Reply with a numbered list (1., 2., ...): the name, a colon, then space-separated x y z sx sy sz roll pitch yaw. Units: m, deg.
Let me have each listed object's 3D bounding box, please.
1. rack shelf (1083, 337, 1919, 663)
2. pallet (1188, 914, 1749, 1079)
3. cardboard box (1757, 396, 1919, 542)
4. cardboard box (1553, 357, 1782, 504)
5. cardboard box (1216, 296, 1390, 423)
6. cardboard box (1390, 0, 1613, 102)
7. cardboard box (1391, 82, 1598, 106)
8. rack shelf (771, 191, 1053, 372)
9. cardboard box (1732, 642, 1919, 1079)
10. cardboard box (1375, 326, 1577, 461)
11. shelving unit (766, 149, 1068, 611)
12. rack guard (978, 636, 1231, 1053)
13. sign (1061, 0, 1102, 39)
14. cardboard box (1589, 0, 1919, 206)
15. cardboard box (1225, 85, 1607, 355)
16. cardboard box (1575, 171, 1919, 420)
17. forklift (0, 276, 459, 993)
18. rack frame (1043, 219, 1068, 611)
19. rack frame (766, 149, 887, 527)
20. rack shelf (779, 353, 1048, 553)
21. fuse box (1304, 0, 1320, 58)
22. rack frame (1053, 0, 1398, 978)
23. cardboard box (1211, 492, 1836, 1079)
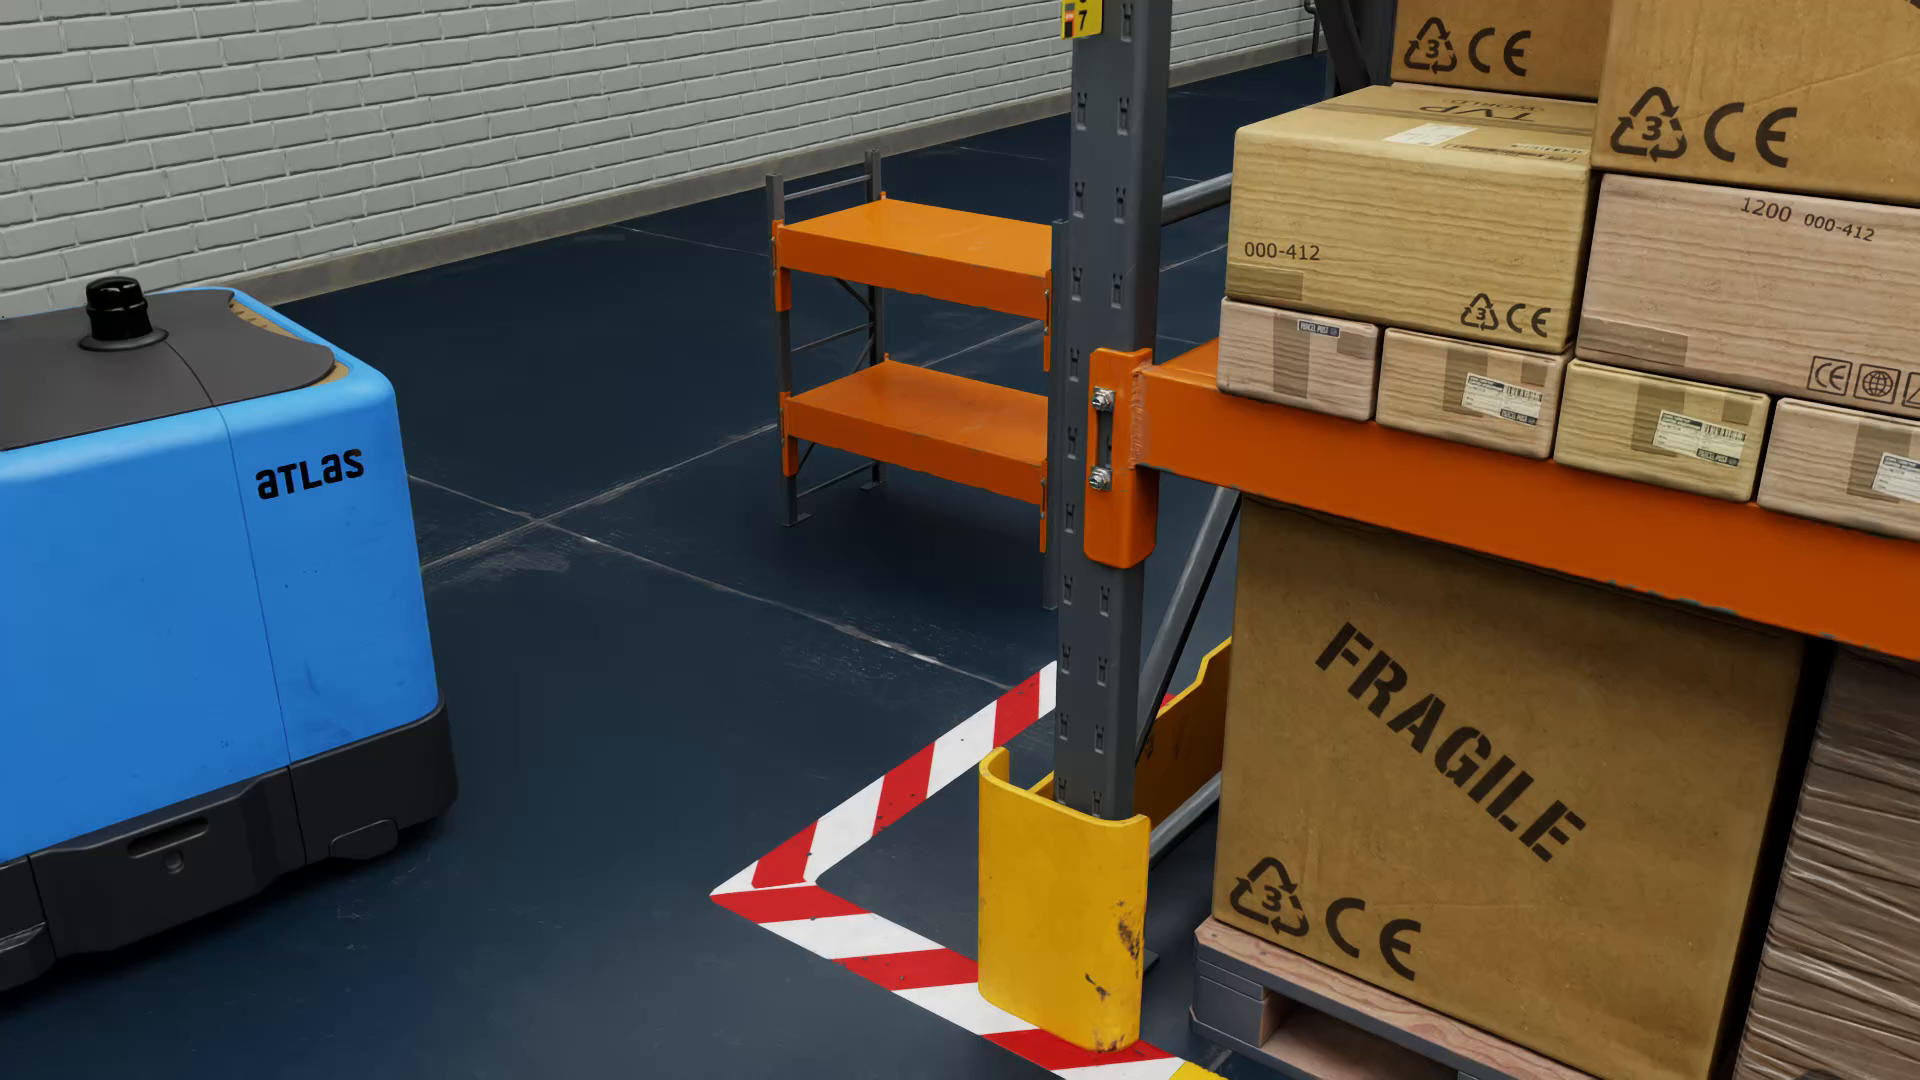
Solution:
1. rack shelf: 2.116 0.180 2.014 4.000 0.370 1.077 17 29 33
2. pallet: 1.203 0.811 3.147 1.213 0.211 1.003 17 29 33
3. cardboard box: 1.223 -0.140 2.159 0.250 0.149 0.380 16 29 33
4. cardboard box: 1.013 -0.202 2.301 0.250 0.149 0.380 16 28 32
5. cardboard box: 0.602 -0.326 2.581 0.250 0.149 0.380 17 29 34
6. cardboard box: 1.063 -1.011 2.711 0.500 0.500 0.500 17 29 34
7. cardboard box: 1.063 -0.669 2.865 0.500 0.250 0.500 16 29 32
8. rack shelf: -0.005 -0.784 4.909 1.000 0.278 0.538 17 29 33
9. cardboard box: 1.804 0.496 2.518 0.875 0.875 0.875 17 29 33
10. cardboard box: 0.808 -0.264 2.441 0.250 0.149 0.380 16 29 33
11. shelving unit: -0.005 -0.516 5.027 1.048 1.125 0.538 17 29 33
12. rack guard: 0.497 0.505 3.484 0.348 0.500 1.175 17 29 33
13. sign: 0.178 -0.888 2.373 0.005 0.325 0.100 17 29 33
14. cardboard box: 1.138 -0.720 2.050 0.500 0.500 0.500 16 28 32
15. cardboard box: 0.738 -0.497 2.476 0.500 0.250 0.500 16 28 32
16. cardboard box: 1.158 -0.374 2.195 0.500 0.250 0.500 16 29 33
17. forklift: -2.582 -0.451 2.638 3.031 2.935 1.130 -19 30 -37
18. rack frame: 0.401 -0.393 4.748 0.032 1.125 0.500 17 29 33
19. rack frame: -0.412 -0.639 5.306 0.032 1.125 0.500 17 29 33
20. rack shelf: -0.005 -0.293 5.125 1.000 0.278 0.538 17 29 33
21. fuse box: 3.310 -5.239 15.019 0.414 1.711 0.539 17 29 33
22. rack frame: 0.516 -0.633 2.967 0.127 3.000 1.000 17 29 33
23. cardboard box: 1.076 0.276 3.018 0.875 0.875 0.875 17 29 33
